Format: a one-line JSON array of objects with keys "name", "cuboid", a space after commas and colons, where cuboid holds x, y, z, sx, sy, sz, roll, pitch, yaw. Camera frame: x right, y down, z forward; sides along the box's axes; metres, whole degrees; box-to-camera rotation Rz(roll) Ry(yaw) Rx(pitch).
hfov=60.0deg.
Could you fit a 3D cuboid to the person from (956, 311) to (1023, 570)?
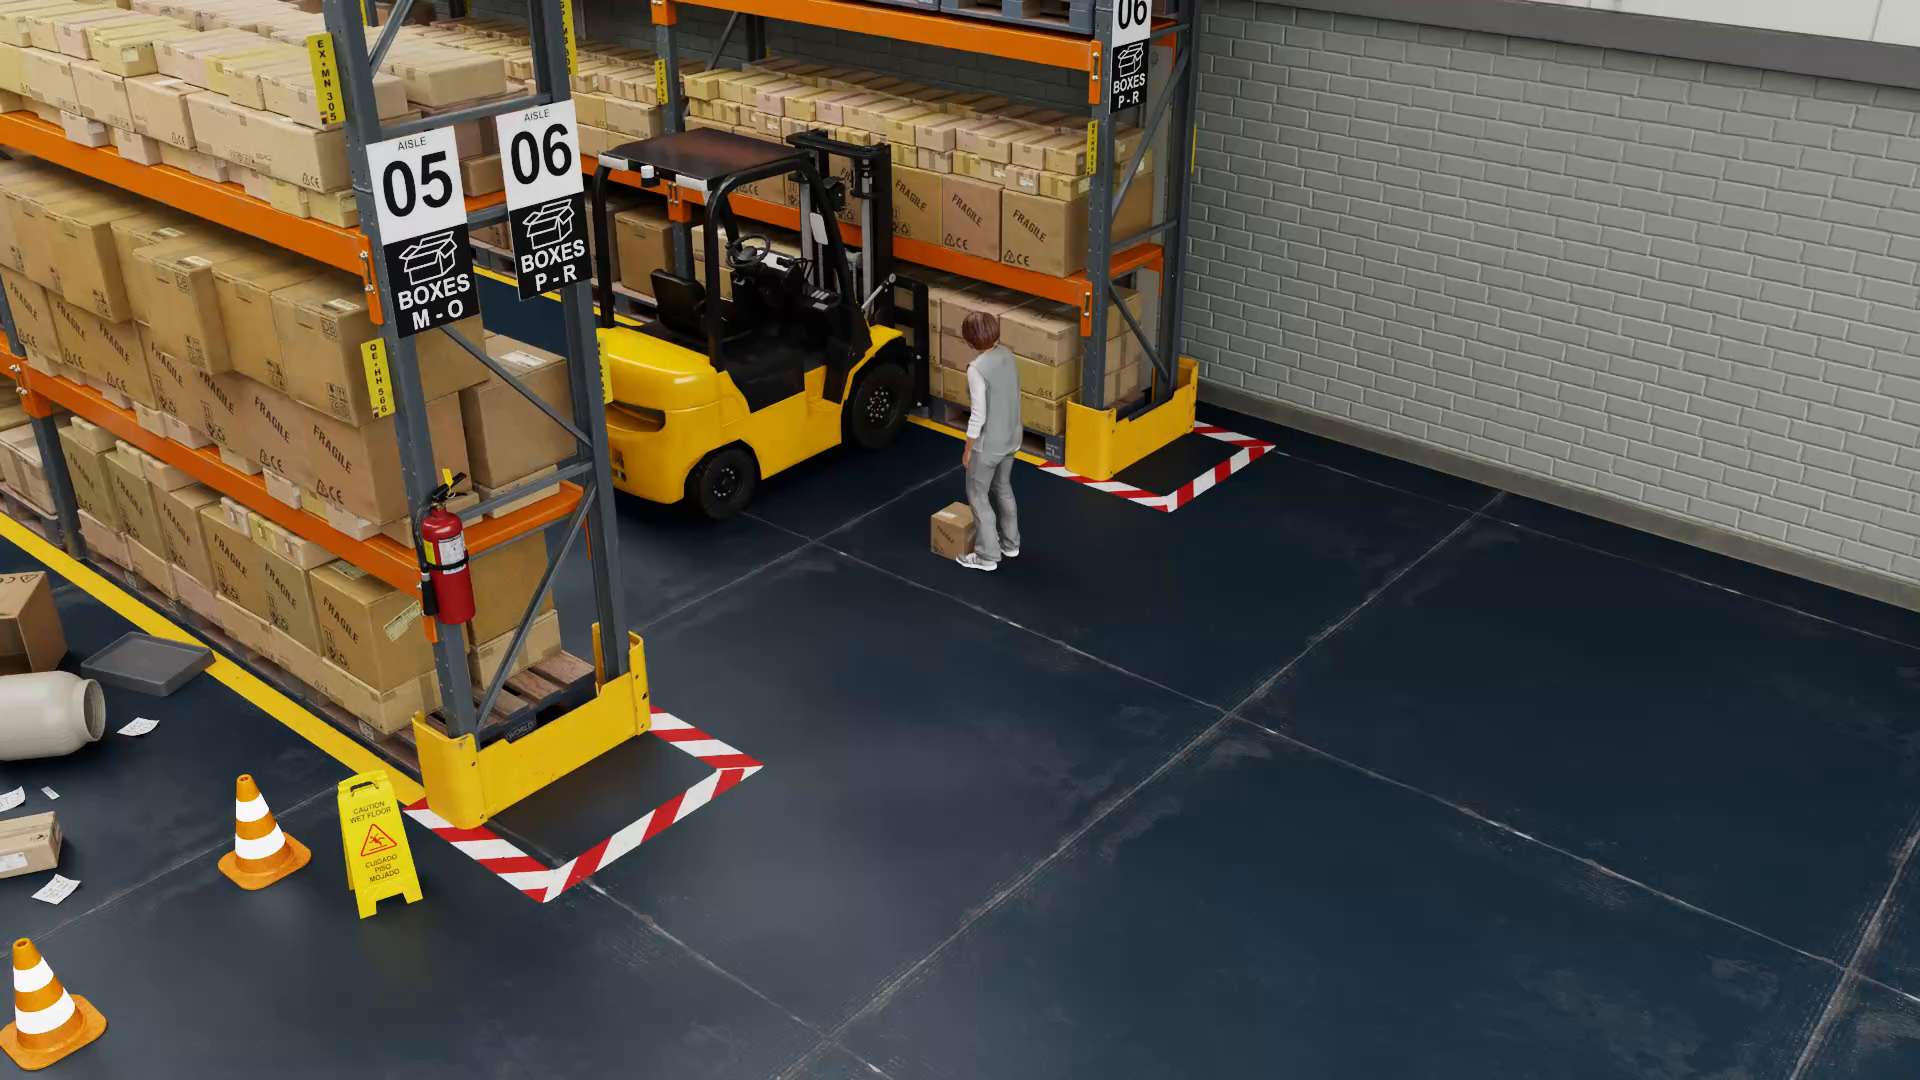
[{"name": "person", "cuboid": [0.183, -0.573, 9.722, 0.346, 1.593, 0.484, 19, 33, 31]}]
